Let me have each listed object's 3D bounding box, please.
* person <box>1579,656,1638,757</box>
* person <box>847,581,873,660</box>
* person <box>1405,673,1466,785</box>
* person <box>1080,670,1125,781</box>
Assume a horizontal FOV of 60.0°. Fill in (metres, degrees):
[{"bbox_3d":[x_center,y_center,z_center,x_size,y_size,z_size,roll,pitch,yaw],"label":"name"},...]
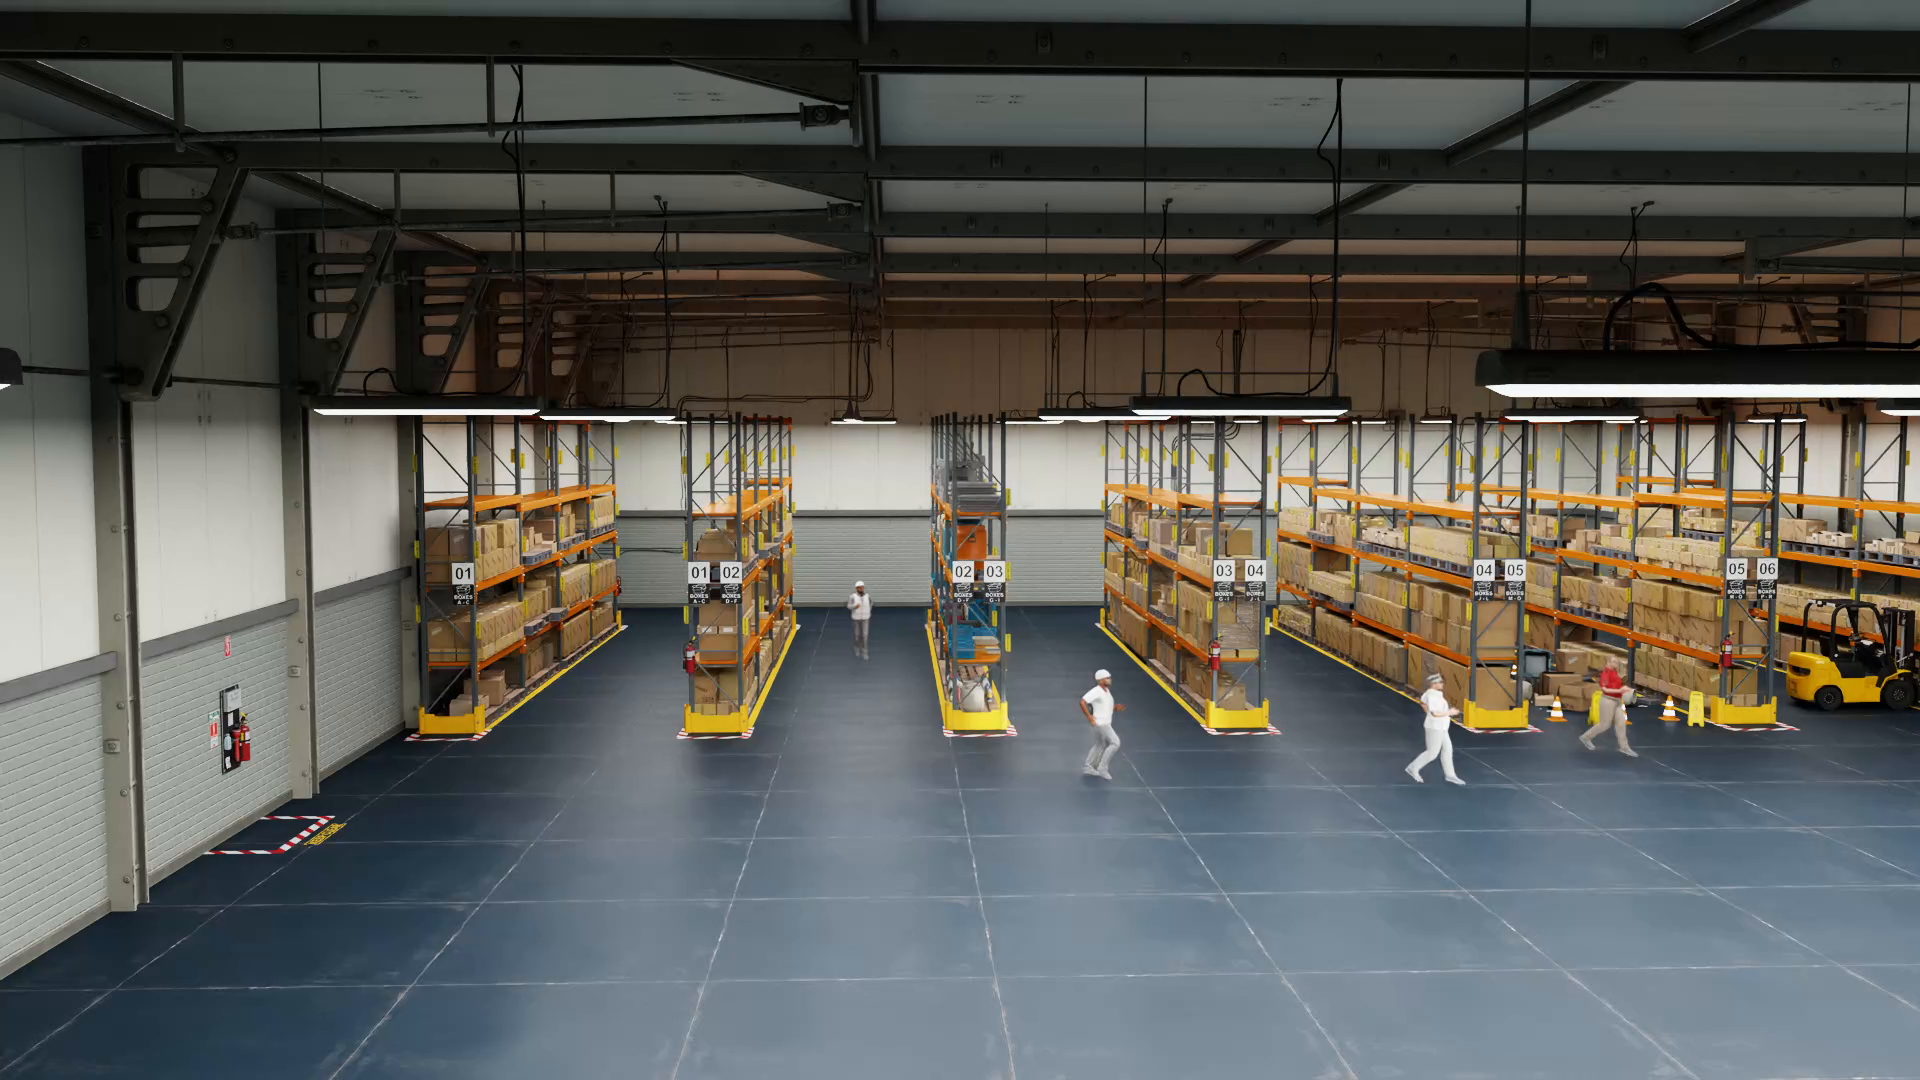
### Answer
[{"bbox_3d":[11.305,2.875,28.940,0.971,1.737,0.663,3,5,40],"label":"person"},{"bbox_3d":[-2.330,1.873,39.003,0.646,1.823,0.760,-1,4,-12],"label":"person"},{"bbox_3d":[7.590,3.002,26.498,0.924,1.778,0.664,1,4,20],"label":"person"},{"bbox_3d":[2.334,3.001,27.039,0.692,1.785,0.685,1,4,17],"label":"person"}]
